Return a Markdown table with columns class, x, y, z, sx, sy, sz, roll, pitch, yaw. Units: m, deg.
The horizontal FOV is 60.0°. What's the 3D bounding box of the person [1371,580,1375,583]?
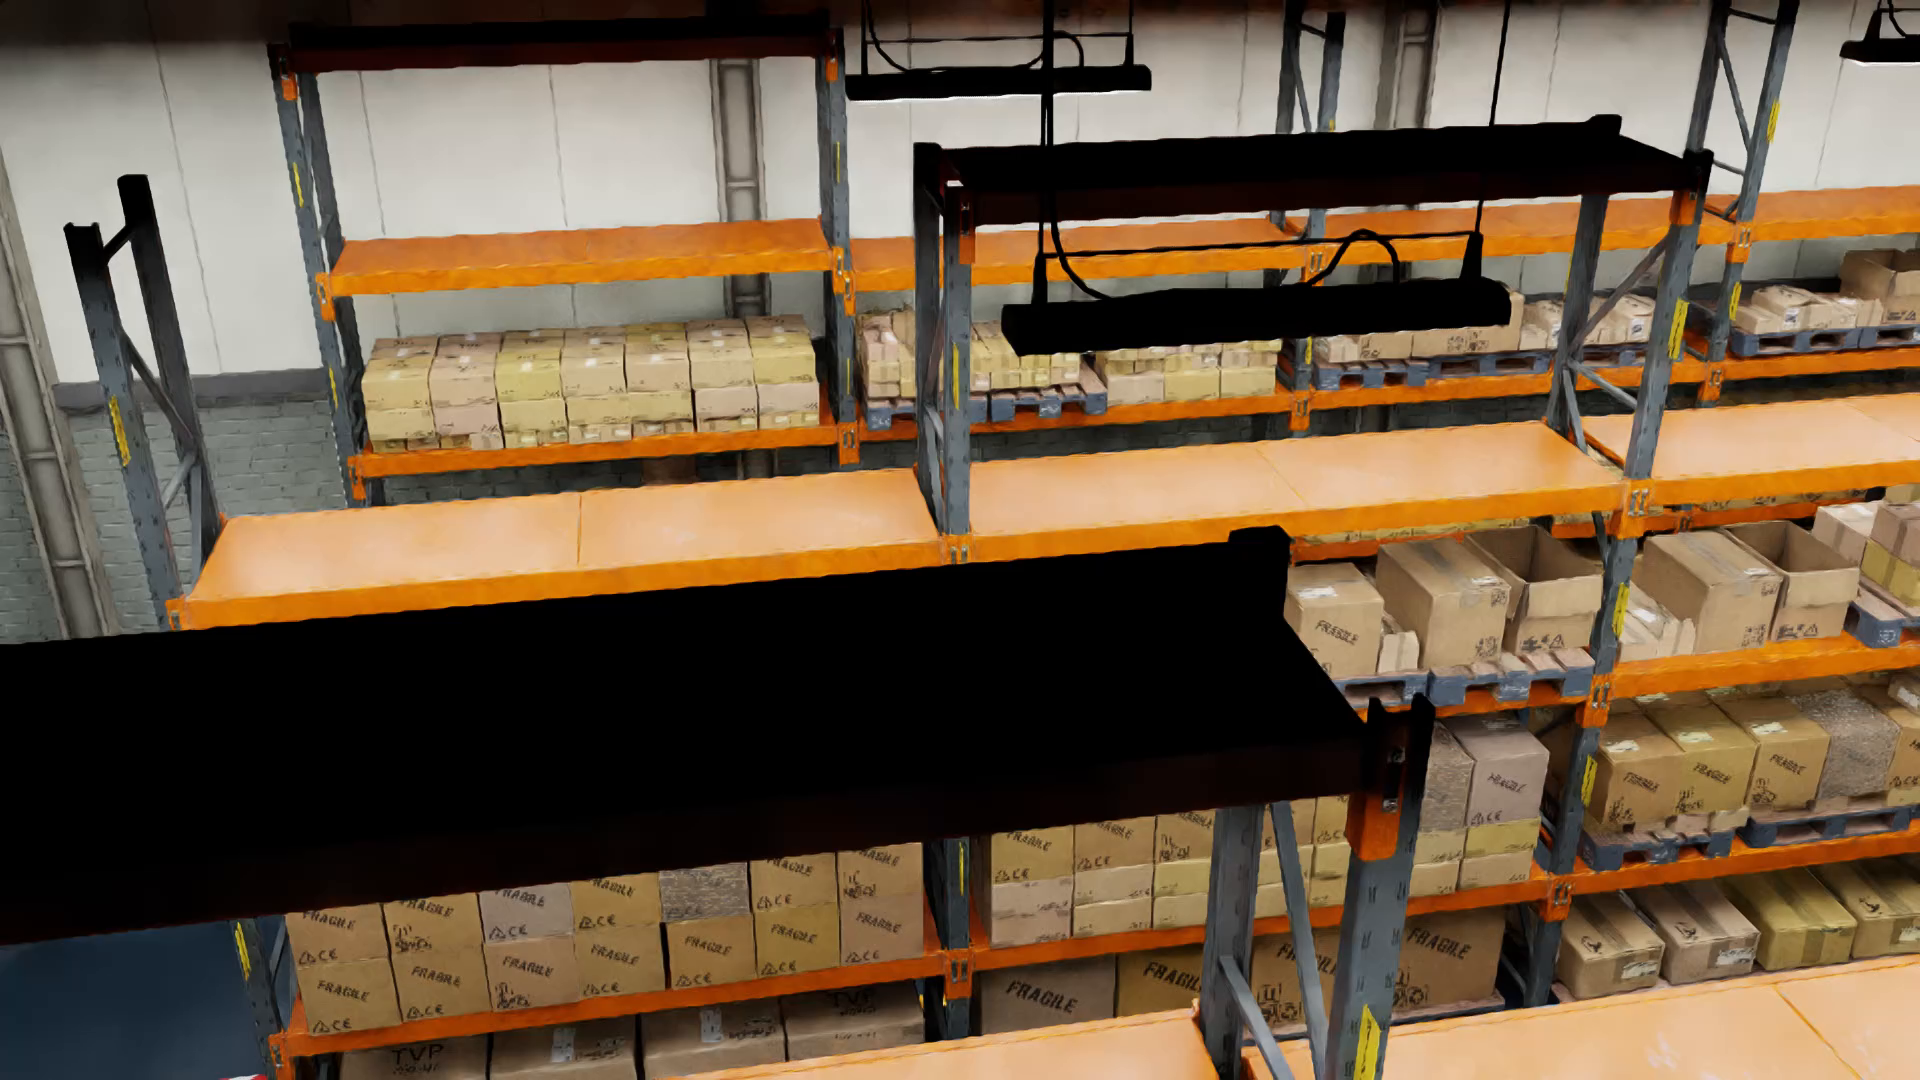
| class | x | y | z | sx | sy | sz | roll | pitch | yaw |
| --- | --- | --- | --- | --- | --- | --- | --- | --- | --- |
| person | 3.686 | 0.889 | 14.596 | 0.534 | 1.590 | 0.536 | 6 | 26 | 12 |
